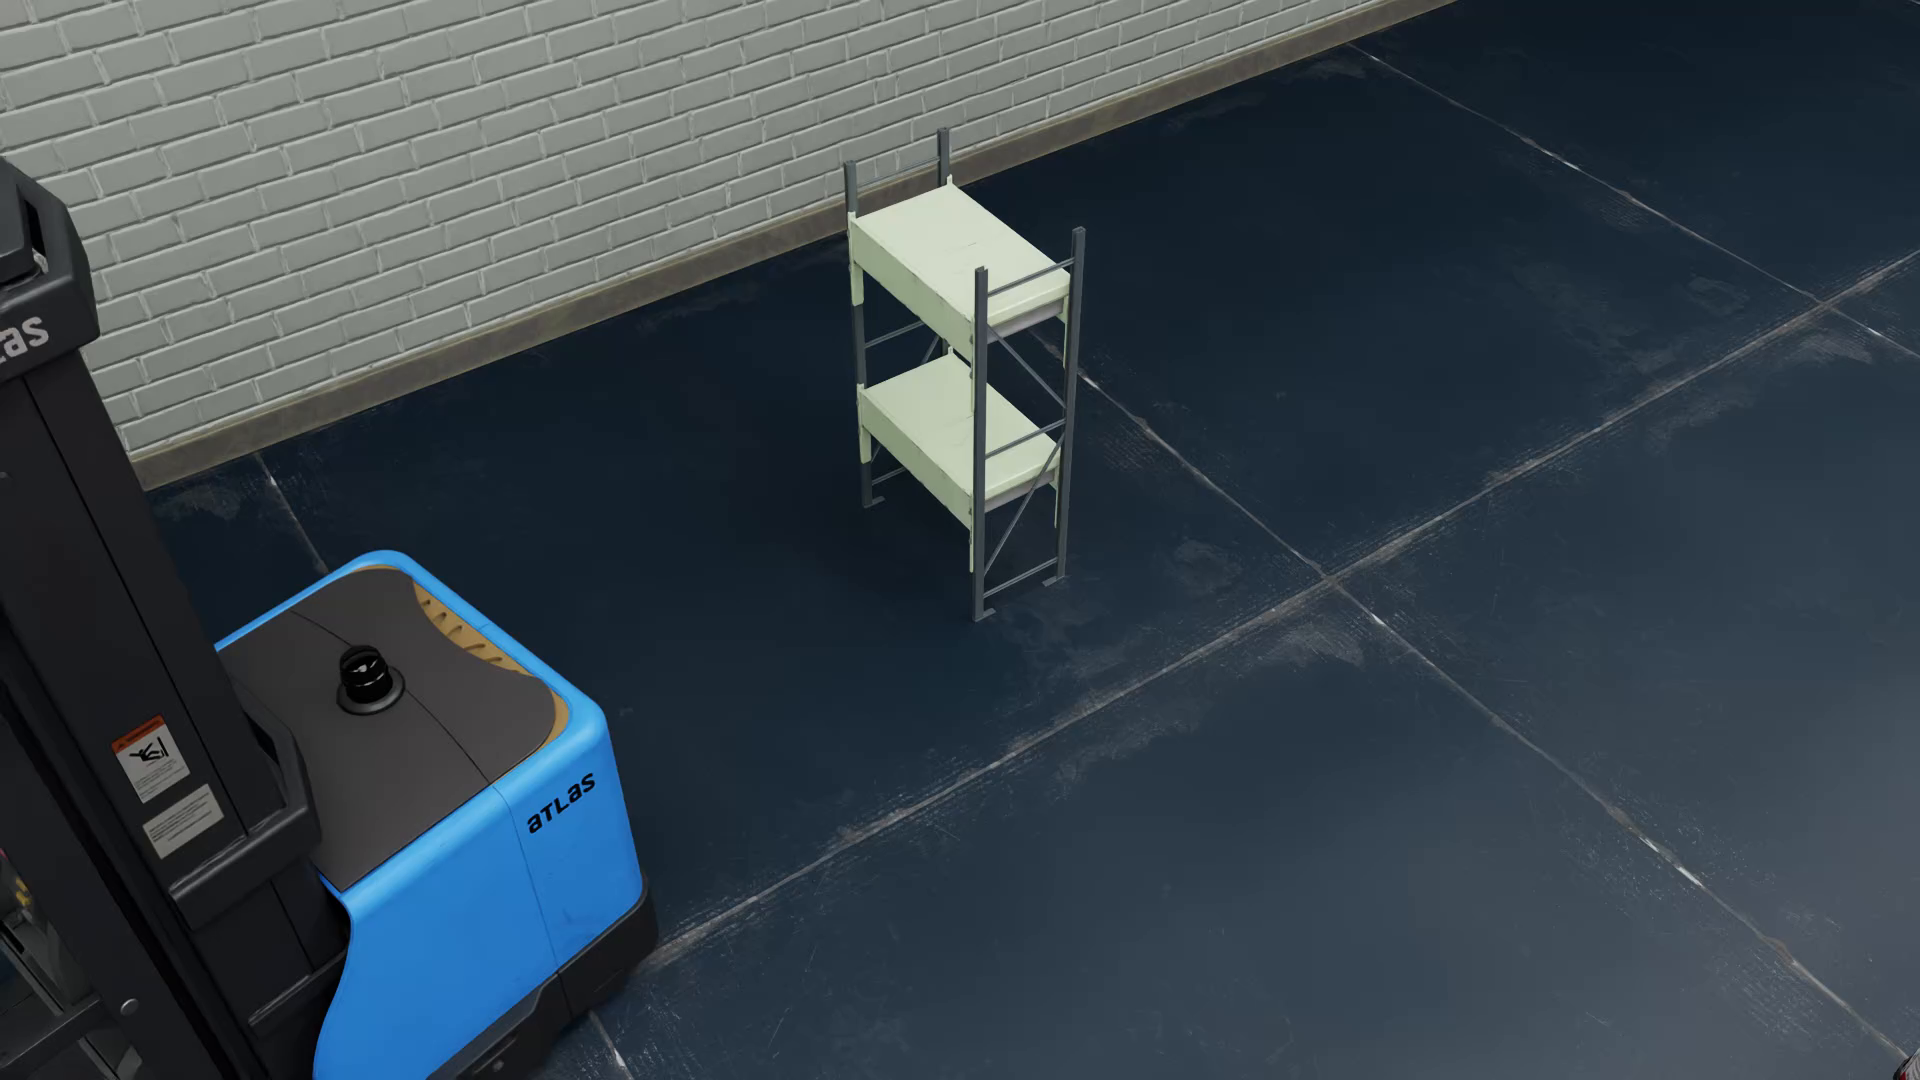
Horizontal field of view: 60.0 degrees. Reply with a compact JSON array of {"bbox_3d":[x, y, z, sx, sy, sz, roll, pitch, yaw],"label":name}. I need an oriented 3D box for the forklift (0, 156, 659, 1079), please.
[{"bbox_3d":[-2.244,0.701,3.393,1.130,2.935,3.031,31,52,29],"label":"forklift"}]

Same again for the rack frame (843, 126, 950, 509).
[{"bbox_3d":[-0.206,-0.746,5.945,0.400,1.500,0.023,-26,49,-24],"label":"rack frame"}]

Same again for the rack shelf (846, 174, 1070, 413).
[{"bbox_3d":[0.004,-0.821,5.459,0.431,0.370,0.720,-26,49,-24],"label":"rack shelf"}]

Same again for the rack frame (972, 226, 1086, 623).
[{"bbox_3d":[0.213,-0.331,5.511,0.400,1.500,0.023,-26,49,-24],"label":"rack frame"}]

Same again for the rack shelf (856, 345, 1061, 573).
[{"bbox_3d":[0.004,-0.303,5.953,0.431,0.370,0.720,-26,49,-24],"label":"rack shelf"}]

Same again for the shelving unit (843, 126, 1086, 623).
[{"bbox_3d":[0.004,-0.539,5.728,0.431,1.500,0.755,-26,49,-24],"label":"shelving unit"}]
